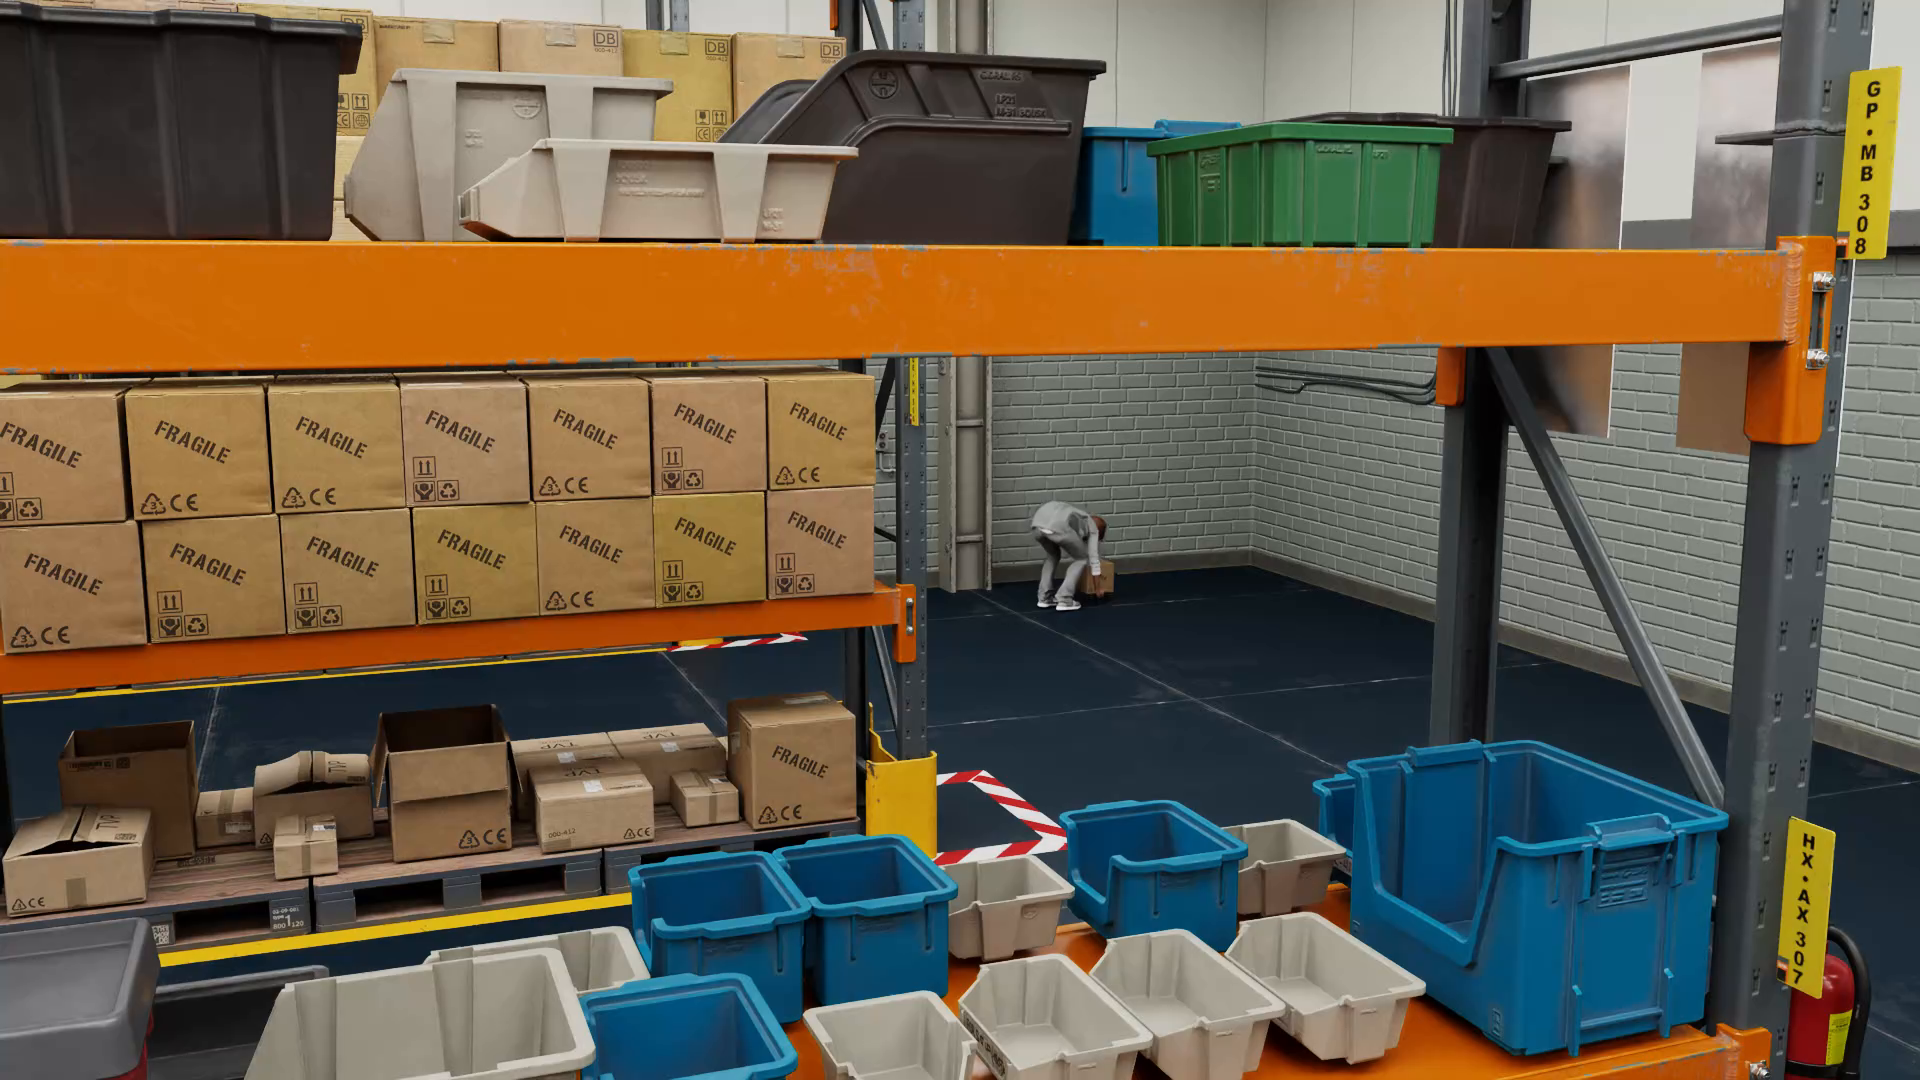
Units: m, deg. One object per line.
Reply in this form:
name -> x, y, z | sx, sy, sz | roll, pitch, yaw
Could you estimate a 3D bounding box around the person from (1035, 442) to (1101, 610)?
person -> 0.929, -0.111, 13.877 | 0.377, 1.355, 0.738 | 8, 12, 41
